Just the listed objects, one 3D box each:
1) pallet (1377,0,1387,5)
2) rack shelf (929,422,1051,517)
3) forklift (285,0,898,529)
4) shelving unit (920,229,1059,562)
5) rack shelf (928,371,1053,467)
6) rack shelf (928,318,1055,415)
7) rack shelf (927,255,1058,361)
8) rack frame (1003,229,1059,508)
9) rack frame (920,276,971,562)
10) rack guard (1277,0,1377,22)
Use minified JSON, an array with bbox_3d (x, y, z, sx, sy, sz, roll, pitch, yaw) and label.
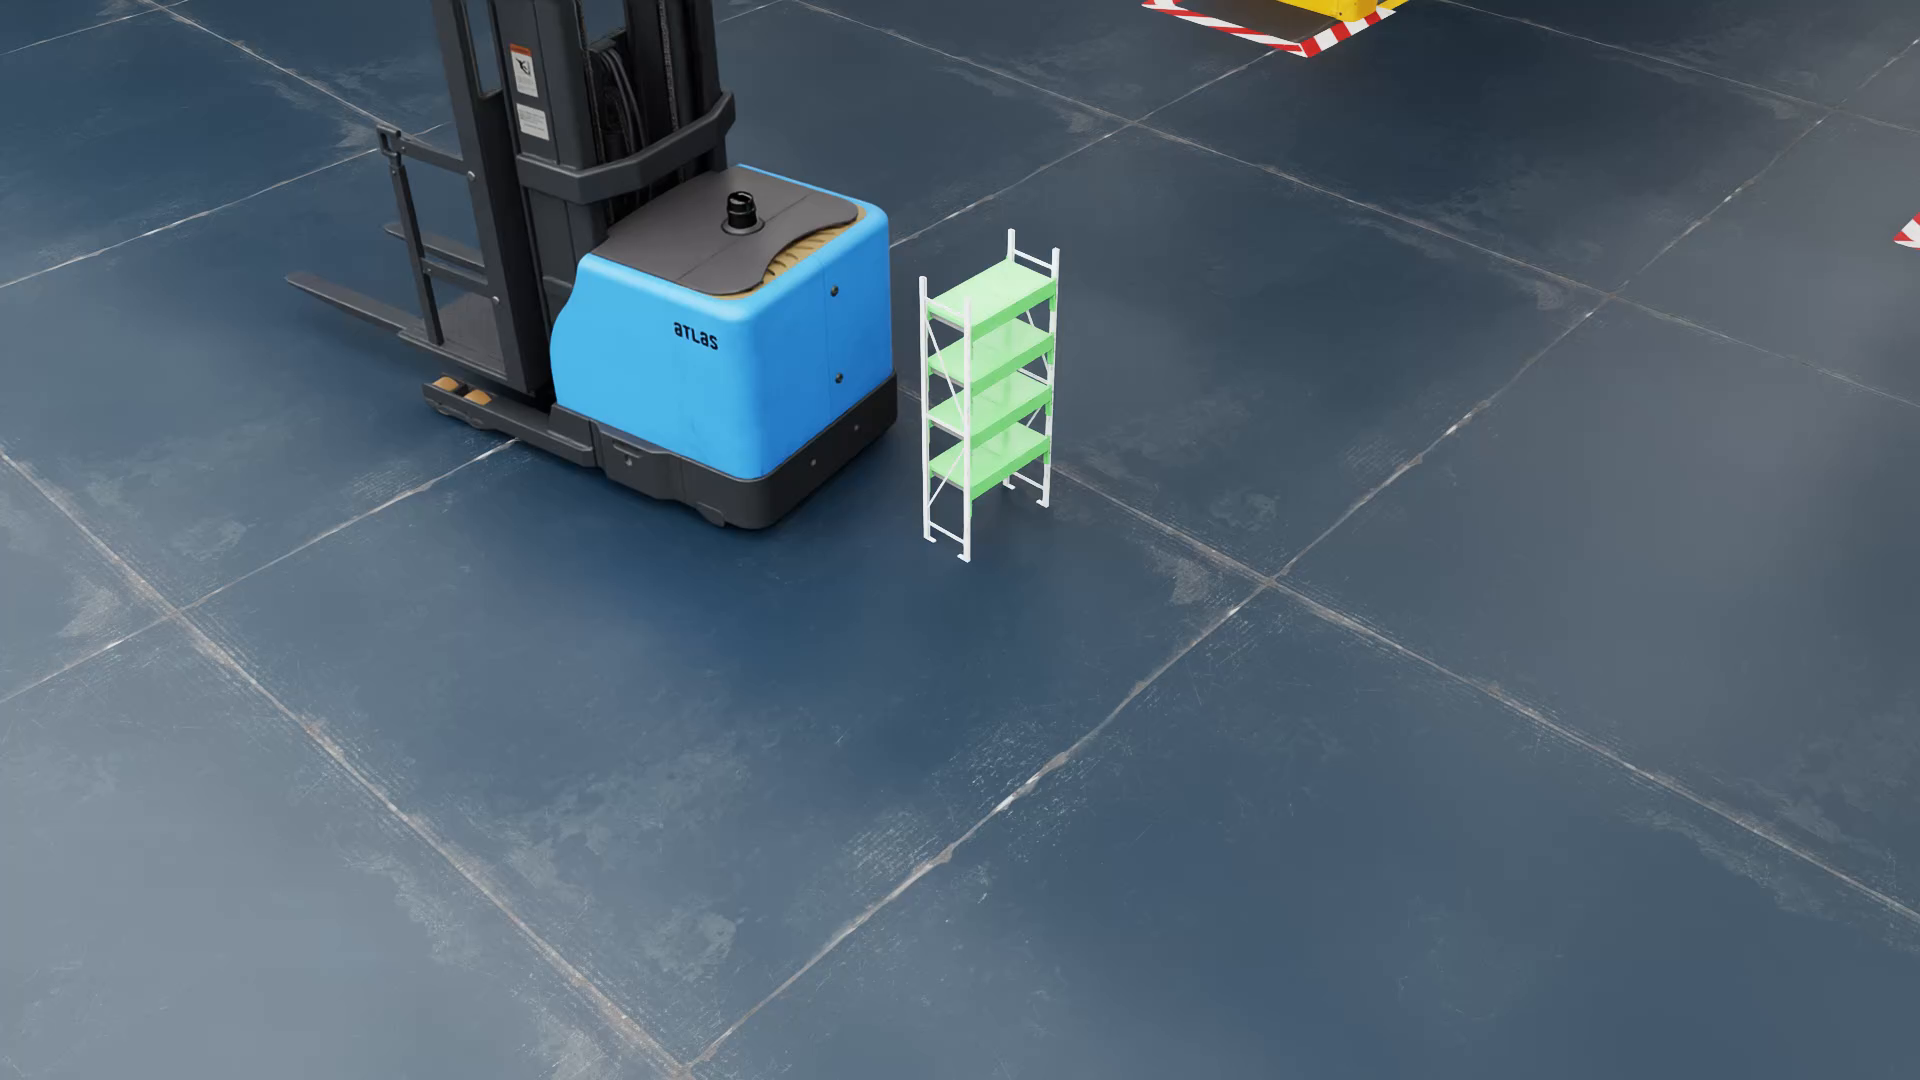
[{"bbox_3d":[2.871,-4.205,11.868,1.003,0.211,1.213,30,47,32],"label":"pallet"},{"bbox_3d":[0.112,-0.308,6.661,0.258,0.148,0.480,30,47,32],"label":"rack shelf"},{"bbox_3d":[-1.790,-1.895,6.778,3.031,2.935,1.130,22,43,25],"label":"forklift"},{"bbox_3d":[0.112,-0.546,6.472,0.258,1.200,0.503,30,47,32],"label":"shelving unit"},{"bbox_3d":[0.112,-0.496,6.512,0.258,0.148,0.480,30,47,32],"label":"rack shelf"},{"bbox_3d":[0.112,-0.684,6.363,0.258,0.148,0.480,30,47,32],"label":"rack shelf"},{"bbox_3d":[0.112,-0.871,6.213,0.258,0.148,0.480,30,47,32],"label":"rack shelf"},{"bbox_3d":[0.276,-0.658,6.613,0.240,1.200,0.015,30,47,32],"label":"rack frame"},{"bbox_3d":[-0.053,-0.434,6.331,0.240,1.200,0.015,30,47,32],"label":"rack frame"},{"bbox_3d":[2.296,-3.959,11.327,1.175,0.500,0.348,30,47,32],"label":"rack guard"}]
